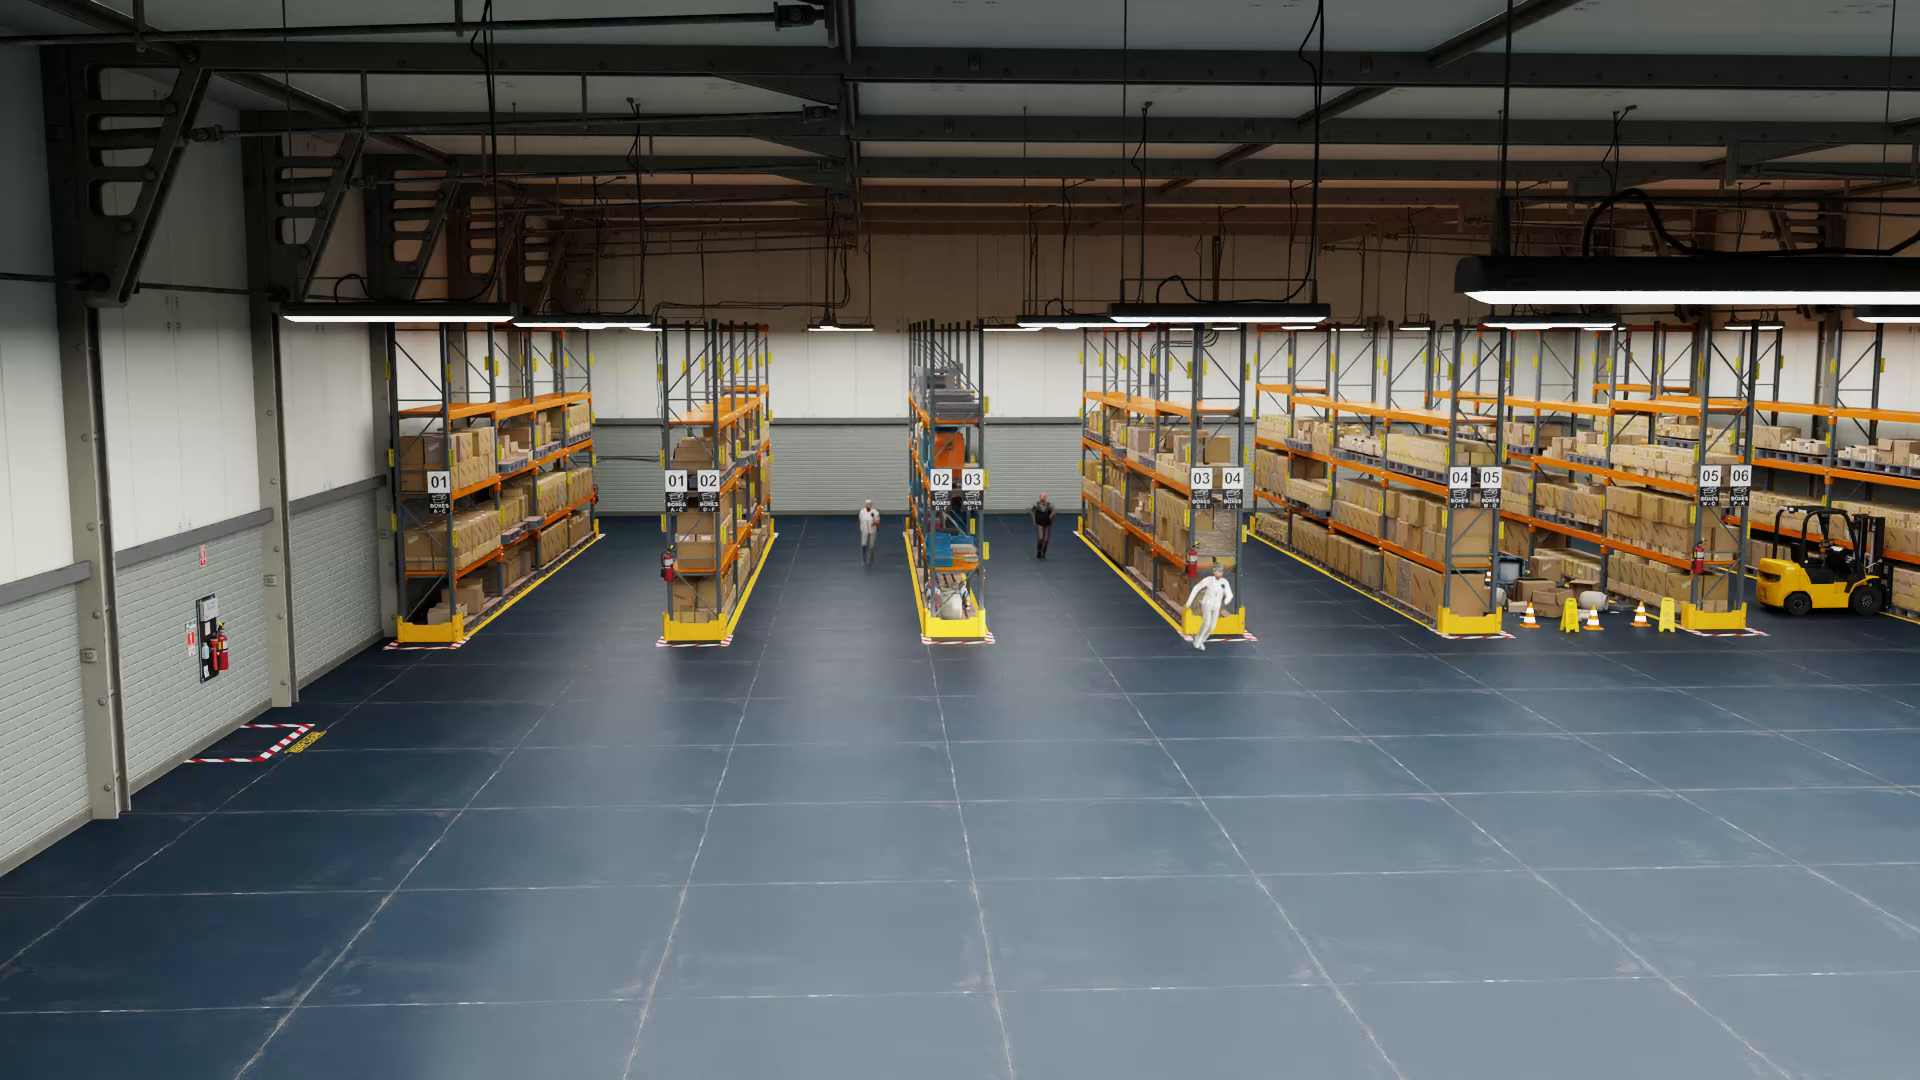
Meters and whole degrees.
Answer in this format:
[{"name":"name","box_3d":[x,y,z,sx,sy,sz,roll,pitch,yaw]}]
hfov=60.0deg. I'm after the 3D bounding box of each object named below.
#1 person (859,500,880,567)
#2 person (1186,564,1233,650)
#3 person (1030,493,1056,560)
[{"name":"person","box_3d":[-2.243,-0.175,41.248,0.548,1.675,0.776,0,7,1]},{"name":"person","box_3d":[4.576,1.230,30.267,0.724,1.608,0.625,-3,7,-19]},{"name":"person","box_3d":[2.129,-0.355,42.412,0.662,1.710,0.695,0,7,-4]}]
